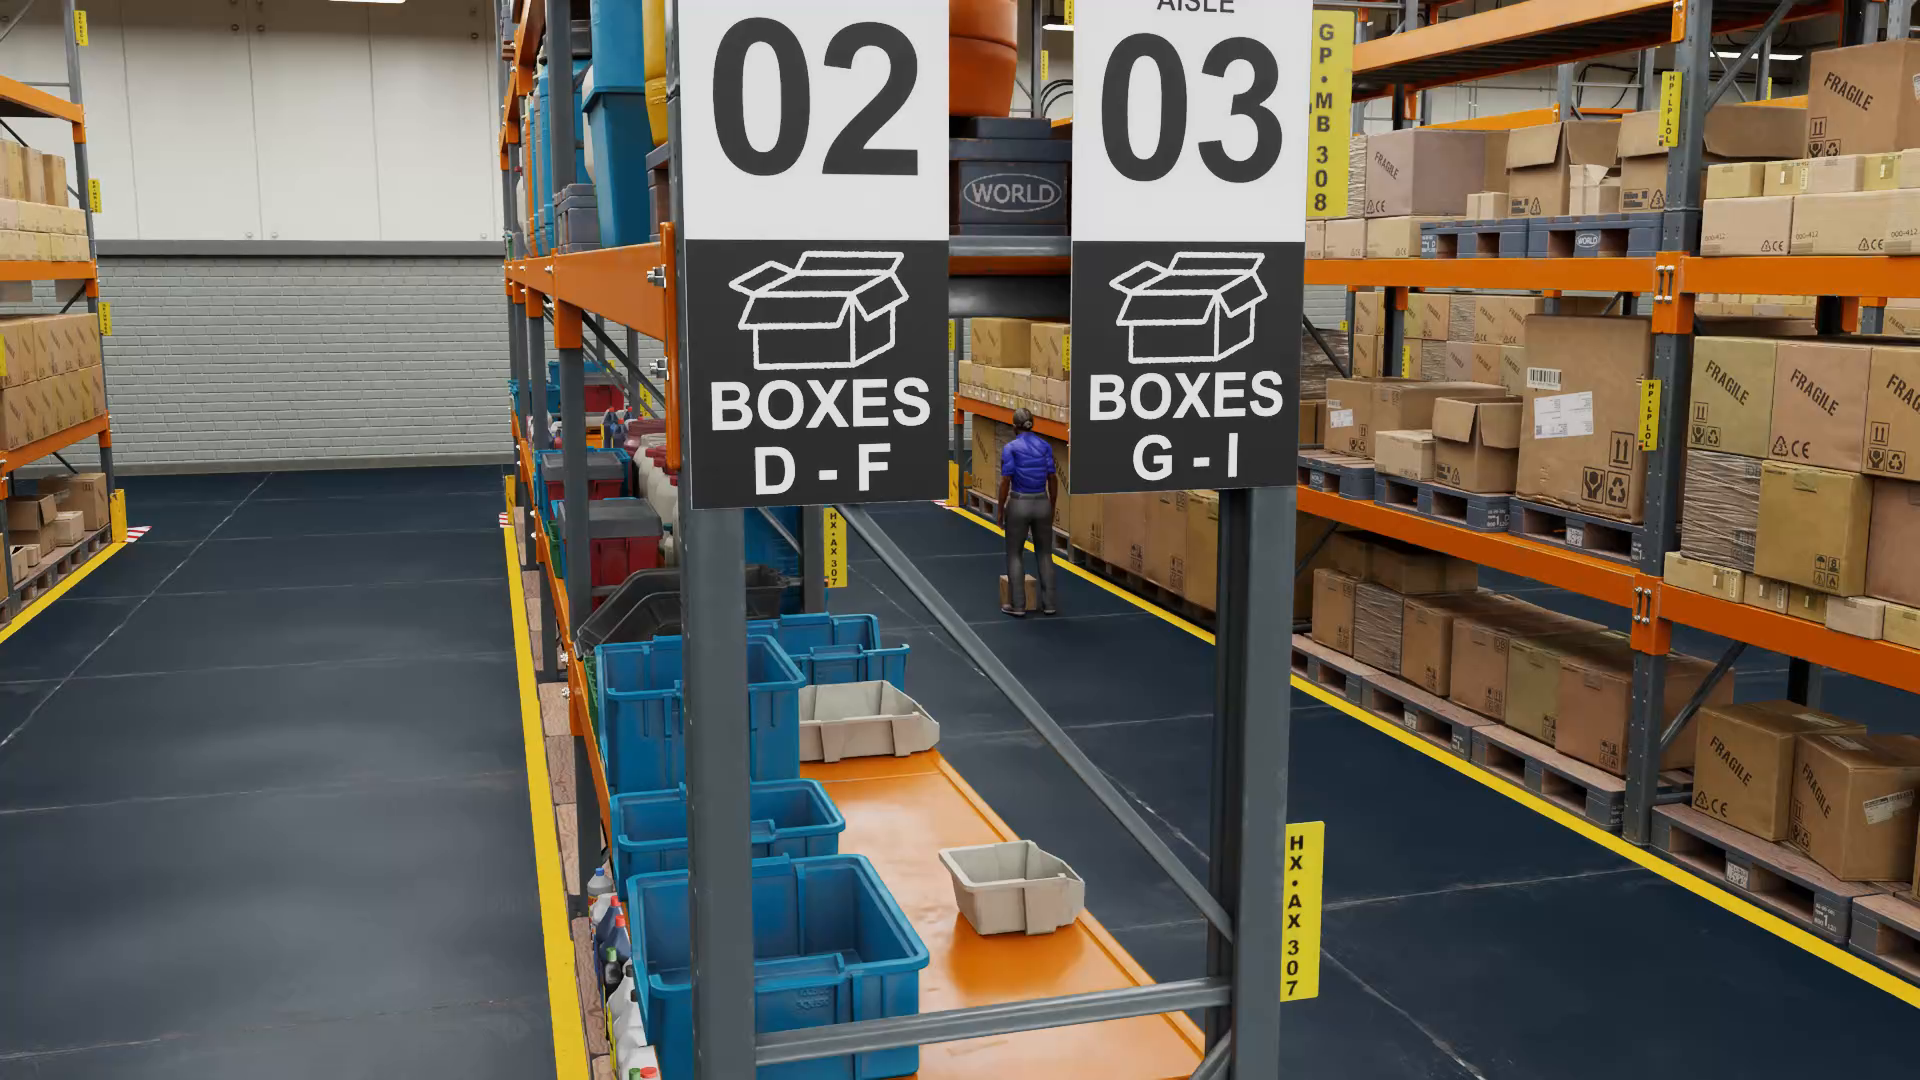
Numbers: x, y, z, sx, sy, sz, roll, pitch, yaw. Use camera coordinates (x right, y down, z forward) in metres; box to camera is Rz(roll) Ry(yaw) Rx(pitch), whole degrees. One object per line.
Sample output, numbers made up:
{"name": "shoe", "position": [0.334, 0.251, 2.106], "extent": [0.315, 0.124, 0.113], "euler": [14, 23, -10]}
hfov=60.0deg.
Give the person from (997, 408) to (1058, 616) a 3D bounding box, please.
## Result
{"name": "person", "position": [0.547, -0.225, 13.259], "extent": [0.525, 1.655, 0.349], "euler": [-3, 10, -18]}
